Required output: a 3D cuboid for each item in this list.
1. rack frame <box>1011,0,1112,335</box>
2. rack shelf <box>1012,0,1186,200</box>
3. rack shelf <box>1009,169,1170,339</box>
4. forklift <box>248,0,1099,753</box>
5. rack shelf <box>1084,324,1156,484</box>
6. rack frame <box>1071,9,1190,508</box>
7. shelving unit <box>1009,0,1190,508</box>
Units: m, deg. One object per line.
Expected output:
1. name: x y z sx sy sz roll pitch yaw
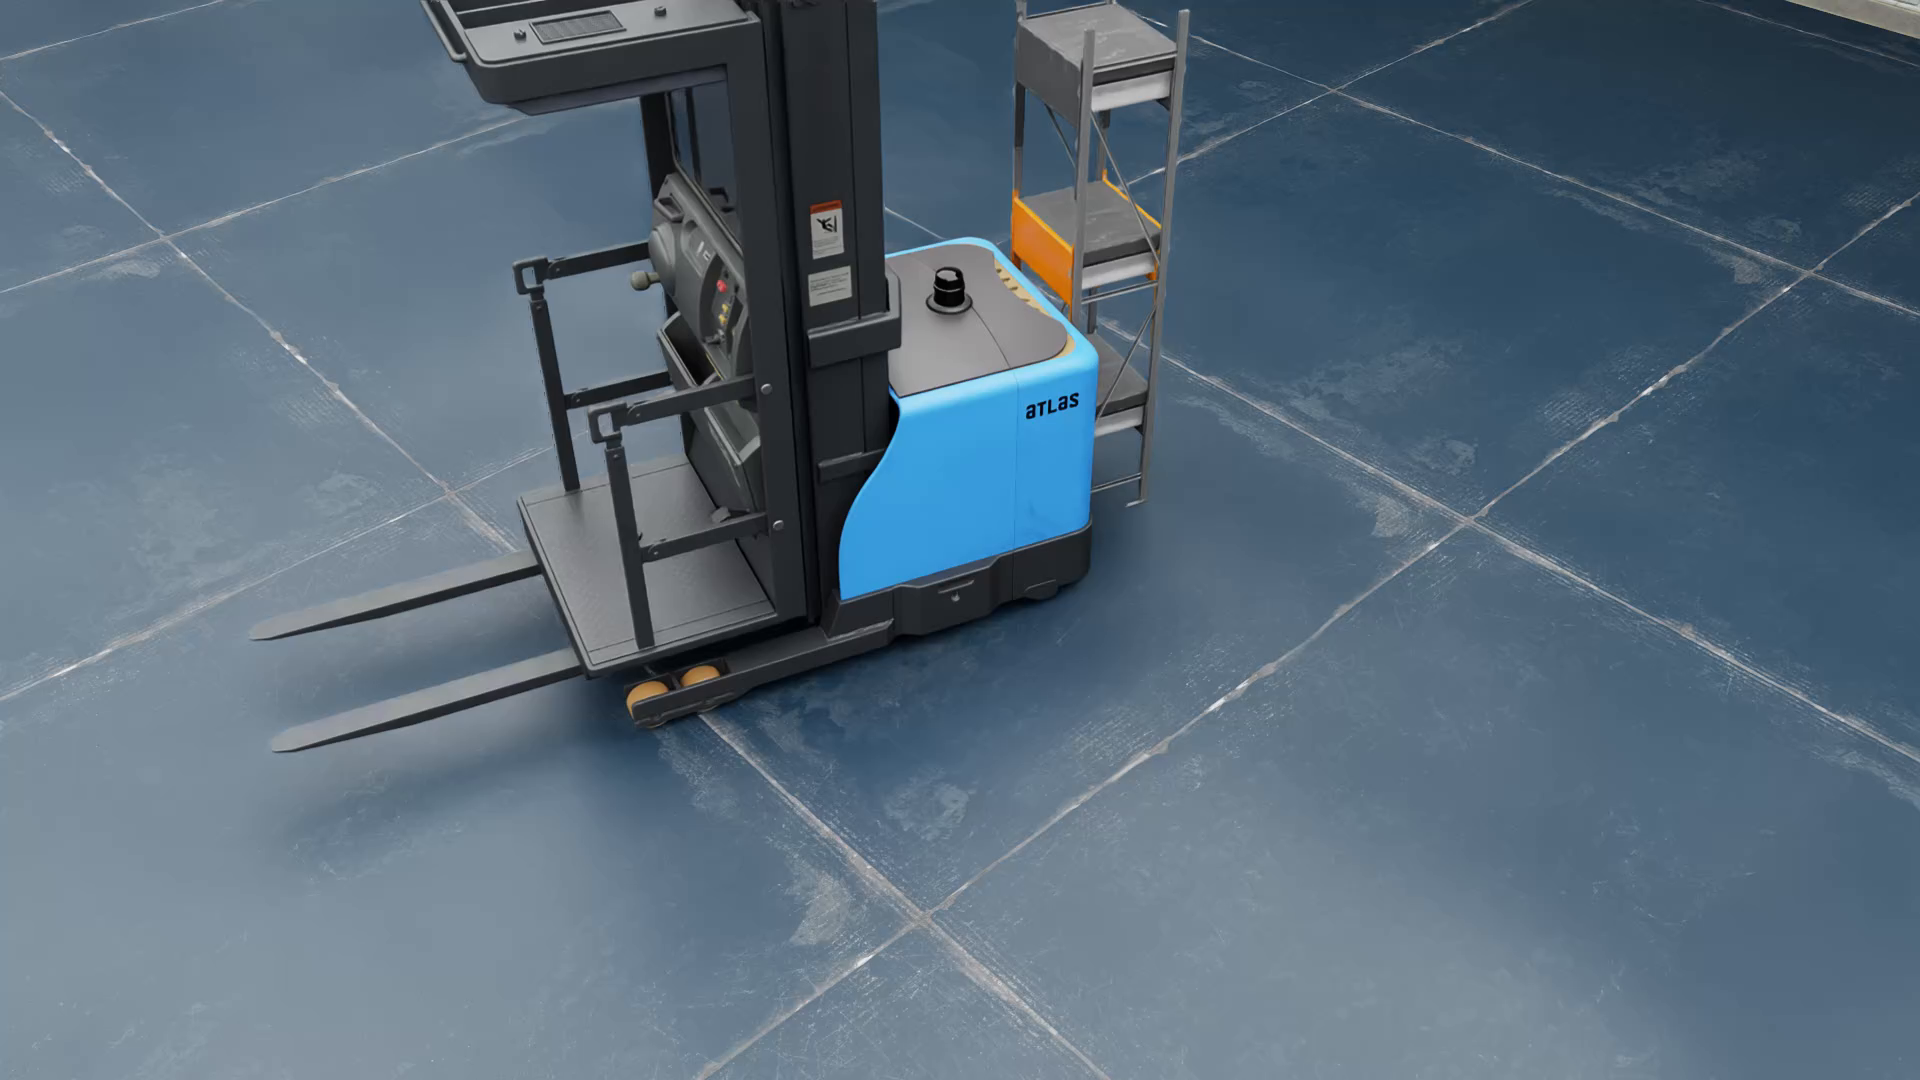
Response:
1. rack frame: 0.383 -1.200 6.564 0.400 2.100 0.015 -17 42 -20
2. rack shelf: 0.489 -1.596 5.962 0.431 0.518 0.480 -17 42 -20
3. rack shelf: 0.489 -1.051 6.402 0.431 0.518 0.480 -17 42 -20
4. forklift: -1.051 -0.852 5.472 3.031 2.935 1.130 -16 42 -19
5. rack shelf: 0.489 -0.506 6.842 0.431 0.518 0.480 -17 42 -20
6. rack frame: 0.595 -0.924 6.222 0.400 2.100 0.015 -17 42 -20
7. shelving unit: 0.489 -1.062 6.393 0.431 2.100 0.503 -17 42 -20
